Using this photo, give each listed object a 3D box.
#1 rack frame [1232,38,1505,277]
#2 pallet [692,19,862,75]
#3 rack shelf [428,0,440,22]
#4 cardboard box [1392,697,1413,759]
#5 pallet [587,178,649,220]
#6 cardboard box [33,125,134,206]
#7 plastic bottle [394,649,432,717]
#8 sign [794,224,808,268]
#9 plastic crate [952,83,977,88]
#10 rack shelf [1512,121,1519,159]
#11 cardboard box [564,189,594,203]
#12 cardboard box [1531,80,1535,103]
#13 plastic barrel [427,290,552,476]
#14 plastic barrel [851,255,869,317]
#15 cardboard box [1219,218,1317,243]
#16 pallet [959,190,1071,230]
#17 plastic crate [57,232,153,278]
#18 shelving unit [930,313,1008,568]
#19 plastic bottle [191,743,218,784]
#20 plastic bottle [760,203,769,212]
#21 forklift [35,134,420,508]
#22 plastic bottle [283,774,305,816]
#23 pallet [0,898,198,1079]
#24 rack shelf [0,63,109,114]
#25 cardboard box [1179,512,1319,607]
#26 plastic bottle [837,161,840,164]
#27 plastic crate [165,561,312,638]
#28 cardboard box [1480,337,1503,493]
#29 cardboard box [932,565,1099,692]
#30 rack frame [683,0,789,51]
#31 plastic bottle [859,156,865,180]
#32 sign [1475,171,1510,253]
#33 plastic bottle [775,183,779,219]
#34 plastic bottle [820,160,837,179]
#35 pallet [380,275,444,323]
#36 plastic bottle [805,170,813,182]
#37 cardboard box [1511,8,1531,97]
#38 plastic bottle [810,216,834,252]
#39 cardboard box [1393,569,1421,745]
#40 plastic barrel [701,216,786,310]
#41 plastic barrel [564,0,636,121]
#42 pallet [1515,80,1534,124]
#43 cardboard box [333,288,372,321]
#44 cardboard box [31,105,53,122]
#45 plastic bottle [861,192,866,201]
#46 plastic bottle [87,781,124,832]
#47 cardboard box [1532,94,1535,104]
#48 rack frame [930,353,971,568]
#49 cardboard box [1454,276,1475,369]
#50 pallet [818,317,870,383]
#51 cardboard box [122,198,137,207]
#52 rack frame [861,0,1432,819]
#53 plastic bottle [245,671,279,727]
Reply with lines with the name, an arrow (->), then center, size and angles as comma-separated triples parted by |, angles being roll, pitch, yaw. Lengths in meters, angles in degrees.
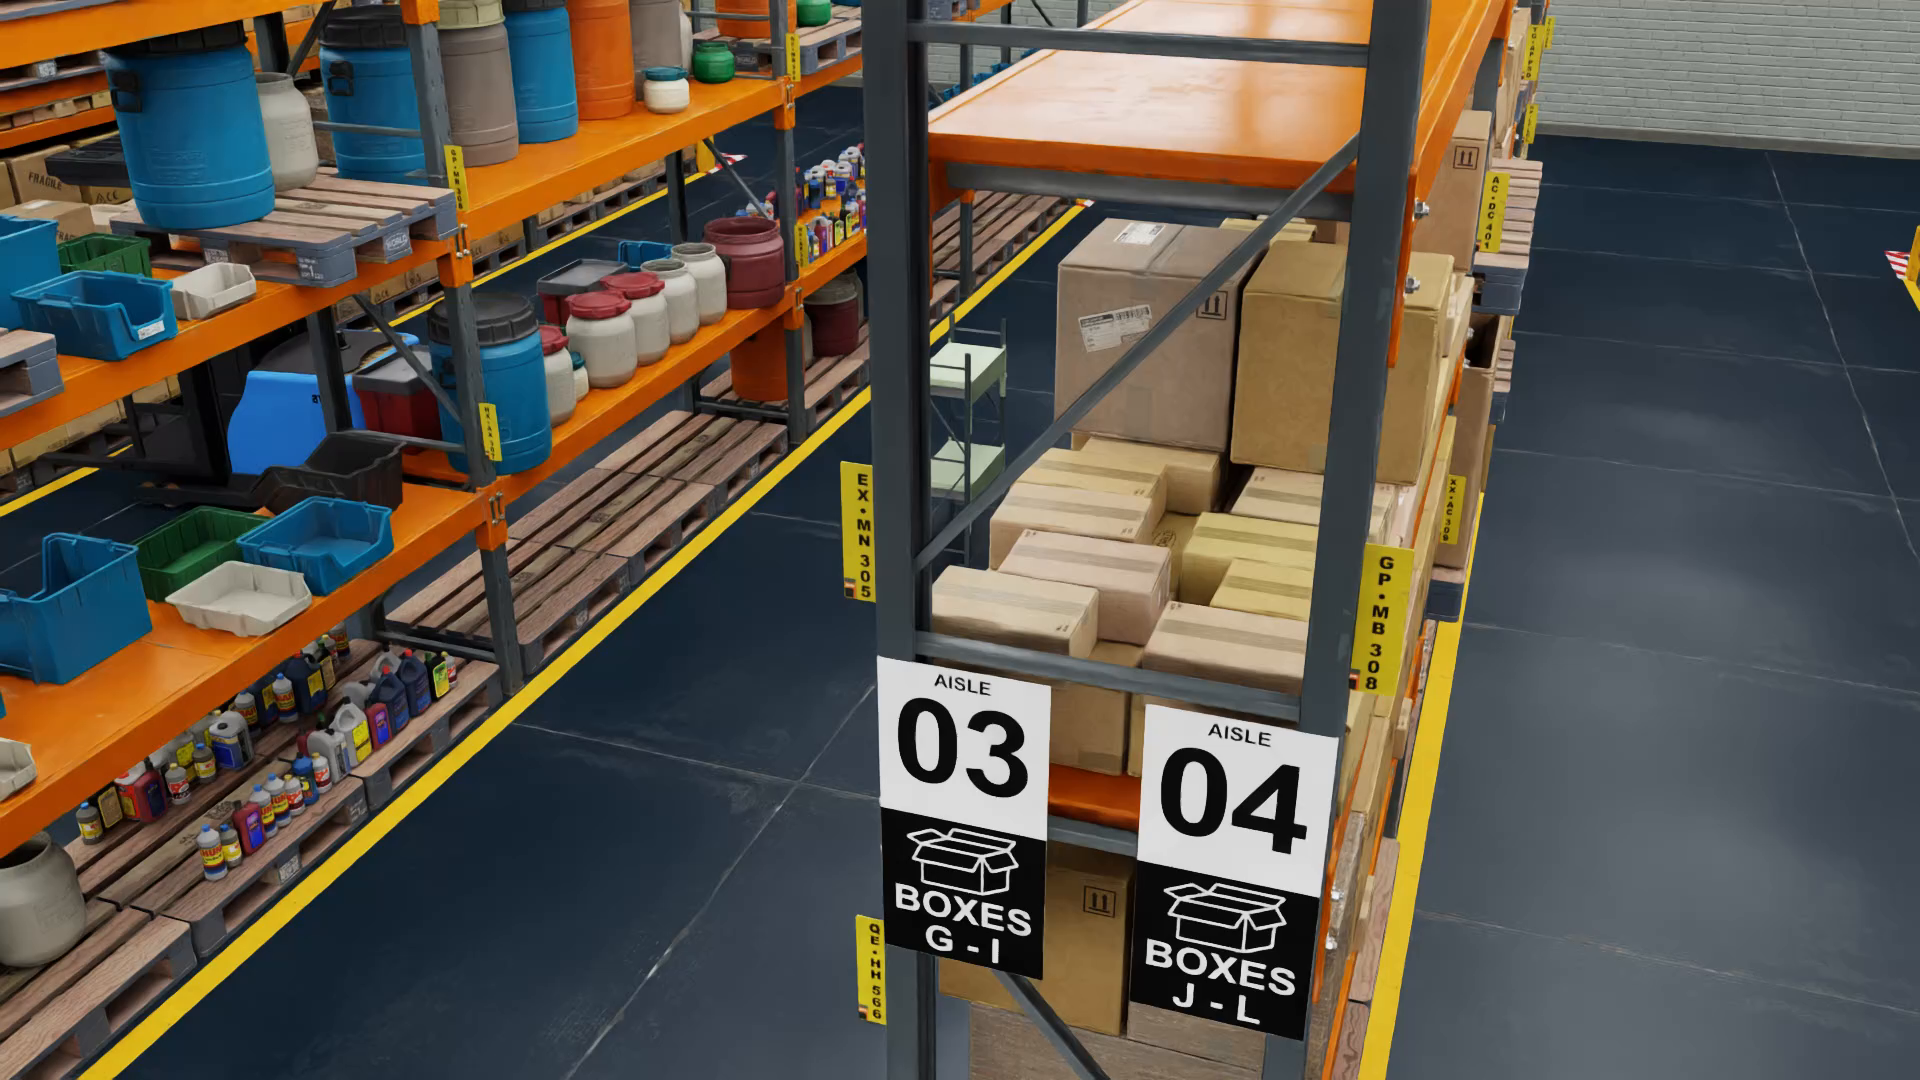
rack frame -> 1.640, -2.520, 6.353 | 1.000, 3.000, 0.127 | 9, 27, 17
pallet -> -1.353, -3.747, 12.546 | 1.003, 0.211, 1.213 | 9, 27, 17
rack shelf -> -2.365, -3.557, 9.778 | 1.077, 0.370, 4.000 | 9, 27, 17
cardboard box -> 1.636, 0.738, 6.795 | 0.380, 0.149, 0.250 | 9, 27, 17
pallet -> -4.404, -4.076, 19.650 | 1.003, 0.211, 1.213 | 9, 27, 17
cardboard box -> -9.804, -4.198, 18.687 | 0.750, 0.750, 0.750 | 9, 27, 18
plastic bottle -> -2.973, 0.762, 8.992 | 0.144, 0.351, 0.185 | 8, 27, 16
sign -> -1.178, -2.179, 12.344 | 0.100, 0.325, 0.005 | 9, 27, 17
plastic crate -> 0.132, -4.827, 18.123 | 0.416, 0.233, 0.300 | 9, 27, 17
rack shelf -> 3.637, -3.312, 12.256 | 1.077, 0.370, 4.000 | 9, 27, 17
cardboard box -> -4.416, -3.967, 18.970 | 0.380, 0.166, 0.250 | 9, 27, 17
cardboard box -> 5.043, -4.087, 15.443 | 0.500, 0.500, 0.500 | 8, 27, 16
plastic barrel -> -2.616, -0.879, 9.271 | 0.600, 0.901, 0.708 | 9, 27, 17
plastic barrel -> -0.801, -2.558, 15.242 | 0.600, 0.901, 0.708 | 9, 27, 17
cardboard box -> 1.242, -1.193, 6.769 | 0.380, 0.149, 0.250 | 8, 27, 16
pallet -> 0.652, -3.881, 19.248 | 1.003, 0.211, 1.213 | 9, 27, 17
plastic crate -> -3.812, -1.184, 7.278 | 0.336, 0.188, 0.450 | 9, 27, 17
shelving unit -> -0.002, -0.672, 11.141 | 0.431, 1.500, 0.755 | 9, 27, 17
plastic bottle -> -3.828, 1.123, 8.419 | 0.097, 0.201, 0.097 | 0, 26, 0
plastic bottle -> -1.640, -2.700, 13.837 | 0.097, 0.201, 0.097 | 0, 26, 0
forklift -> -5.486, -1.772, 11.770 | 3.031, 2.935, 1.130 | 5, 26, 10
plastic bottle -> -3.284, 1.244, 8.168 | 0.097, 0.201, 0.097 | 0, 26, 0
pallet -> -4.105, 1.989, 7.123 | 1.003, 0.211, 1.213 | 9, 27, 17
rack shelf -> -7.035, -3.106, 11.831 | 1.077, 0.370, 4.000 | 9, 27, 17
cardboard box -> 0.764, 0.068, 4.164 | 0.380, 0.149, 0.250 | 8, 27, 17
plastic bottle -> -1.100, -3.368, 15.215 | 0.097, 0.201, 0.097 | 0, 26, 0
plastic crate -> -3.332, 0.284, 7.747 | 0.530, 0.136, 0.437 | 9, 27, 17
cardboard box -> 3.221, -0.977, 12.006 | 1.225, 0.875, 0.875 | 7, 27, 15
cardboard box -> 0.107, 0.202, 3.886 | 0.380, 0.149, 0.250 | 9, 27, 17
rack frame -> -1.699, -4.882, 11.231 | 1.000, 3.000, 0.127 | 9, 27, 17
plastic bottle -> -0.879, -3.441, 15.366 | 0.097, 0.201, 0.097 | 0, 26, 0
sign -> 2.155, -1.327, 6.738 | 0.100, 0.325, 0.005 | 9, 27, 17
plastic bottle -> -1.494, -2.917, 14.113 | 0.144, 0.351, 0.185 | 9, 27, 17
plastic bottle -> -1.190, -3.255, 14.896 | 0.152, 0.276, 0.135 | 9, 27, 17
pallet -> -5.677, -2.448, 16.287 | 1.003, 0.211, 1.213 | 9, 27, 17
plastic bottle -> -1.331, -3.114, 14.610 | 0.097, 0.271, 0.097 | 0, 26, 0
cardboard box -> 3.048, -2.852, 9.791 | 0.500, 0.500, 0.500 | 9, 27, 19
plastic bottle -> -1.096, -2.447, 13.229 | 0.152, 0.276, 0.135 | 9, 27, 17
cardboard box -> 1.248, 0.392, 5.619 | 0.500, 0.500, 0.500 | 9, 27, 17
plastic barrel -> -1.568, -2.009, 12.024 | 0.600, 0.536, 0.708 | 9, 27, 17
plastic barrel -> -2.395, -3.151, 10.604 | 0.600, 0.830, 0.708 | 9, 27, 17
pallet -> 3.136, -3.001, 11.005 | 1.213, 0.211, 1.003 | 10, 28, 20
cardboard box -> -5.779, -2.337, 15.221 | 0.500, 0.500, 0.500 | 8, 27, 16
cardboard box -> -9.923, -4.564, 17.722 | 0.380, 0.149, 0.250 | 9, 27, 17
plastic bottle -> -0.802, -2.774, 13.907 | 0.097, 0.271, 0.097 | 0, 26, 0
plastic bottle -> -4.142, 1.261, 8.039 | 0.061, 0.283, 0.133 | 9, 27, 19
cardboard box -> 5.553, -4.372, 16.892 | 0.500, 0.250, 0.500 | 8, 27, 17
rack frame -> -0.124, -0.522, 10.830 | 0.400, 1.500, 0.023 | 9, 27, 17
cardboard box -> 1.735, -0.878, 6.574 | 0.500, 0.250, 0.500 | 10, 28, 19
pallet -> -1.069, -1.757, 14.860 | 1.003, 0.211, 1.213 | 9, 27, 17
cardboard box -> -6.531, -2.719, 13.749 | 0.500, 0.311, 0.500 | 11, 28, 21
rack frame -> 0.309, -0.876, 2.958 | 1.000, 3.000, 0.127 | 9, 27, 17
plastic bottle -> -3.753, 0.805, 8.904 | 0.144, 0.351, 0.185 | 8, 27, 15
